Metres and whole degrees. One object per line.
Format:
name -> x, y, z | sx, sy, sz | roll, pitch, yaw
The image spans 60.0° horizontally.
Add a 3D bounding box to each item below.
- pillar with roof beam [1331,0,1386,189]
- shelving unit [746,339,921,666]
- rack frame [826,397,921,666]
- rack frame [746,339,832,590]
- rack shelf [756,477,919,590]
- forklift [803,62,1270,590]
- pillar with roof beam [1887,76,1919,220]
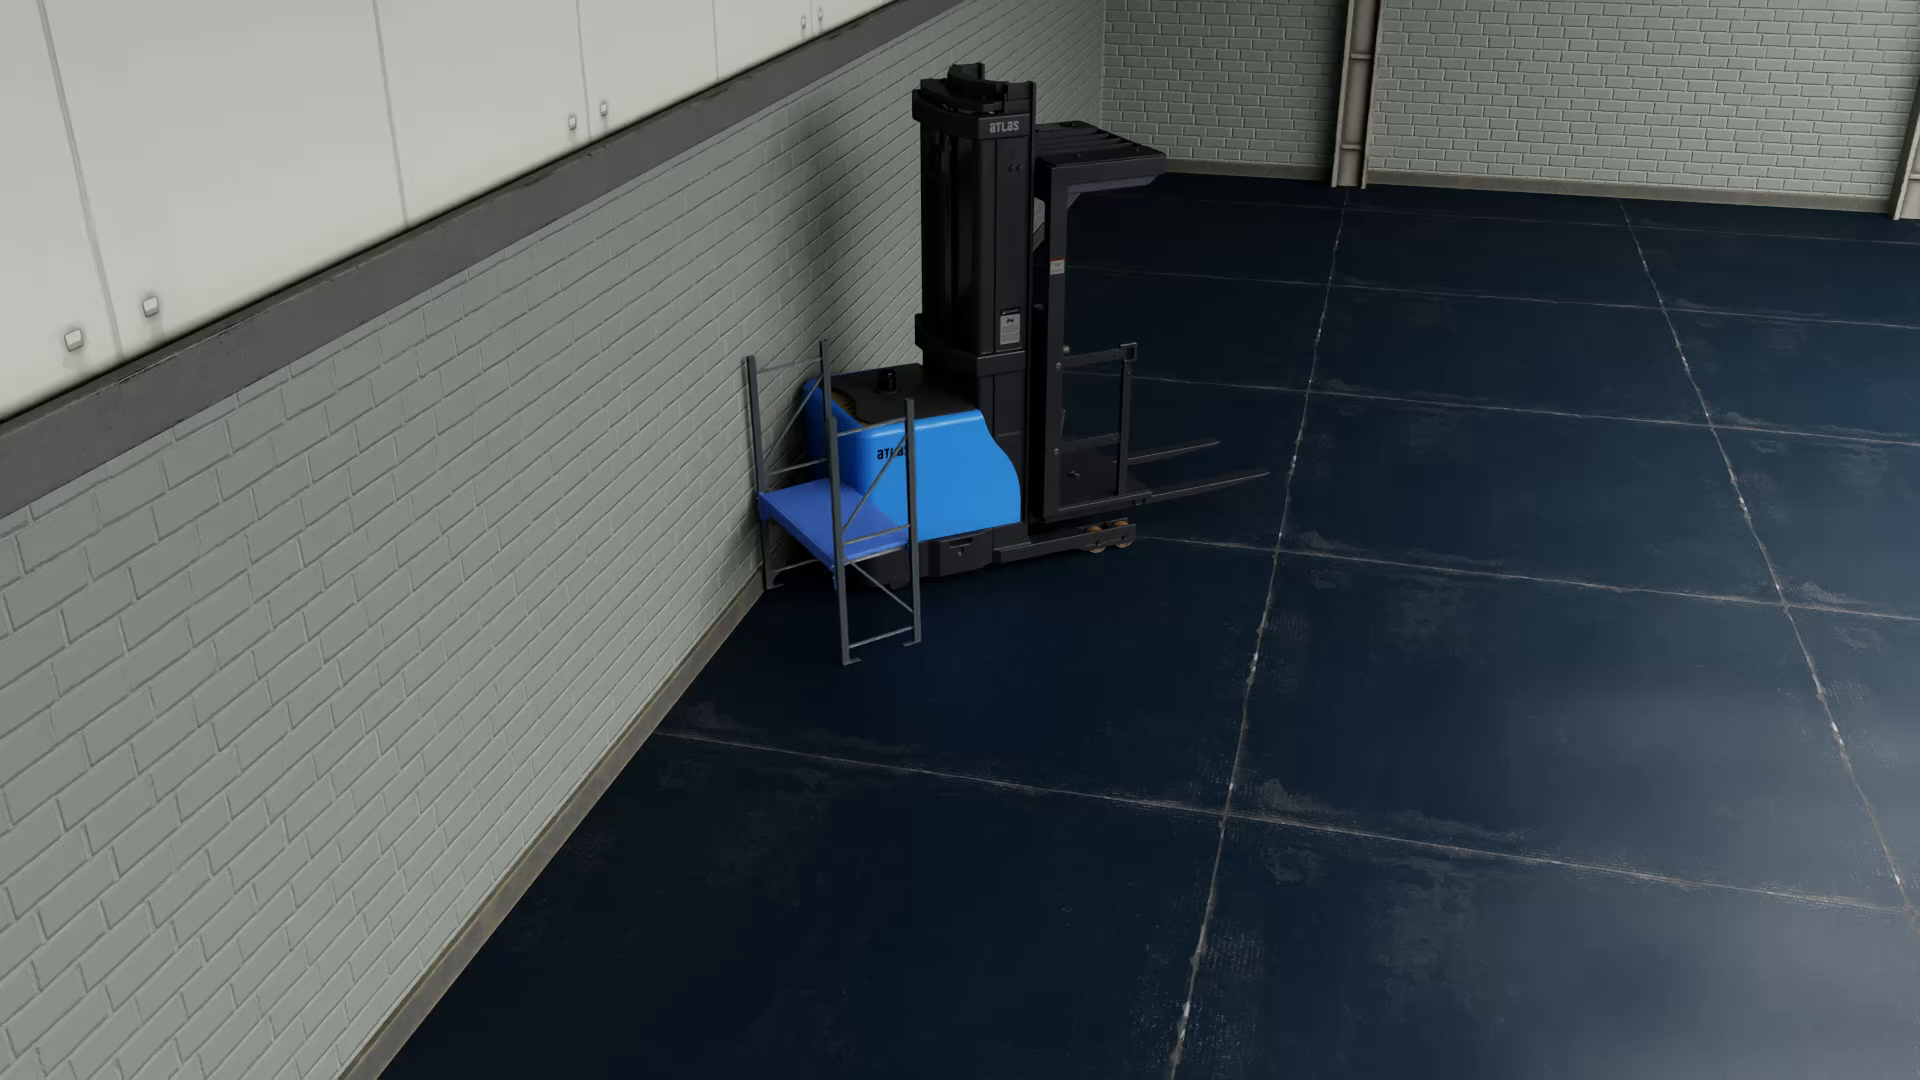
pillar with roof beam -> 3.487, -6.441, 13.809 | 0.400, 9.000, 9.100 | 6, 26, 13
shelving unit -> -0.714, -0.227, 9.437 | 0.538, 1.500, 1.048 | -16, 31, -26
rack frame -> -0.457, -0.026, 9.048 | 0.500, 1.500, 0.032 | -16, 31, -26
rack frame -> -0.971, -0.429, 9.827 | 0.500, 1.500, 0.032 | -16, 31, -26
rack shelf -> -0.712, -0.068, 9.522 | 0.538, 0.185, 1.000 | -16, 31, -26
forklift -> 0.571, -1.436, 10.356 | 3.031, 2.935, 1.130 | -11, 28, -22
pillar with roof beam -> 9.298, -5.798, 12.460 | 0.400, 9.000, 9.100 | 6, 26, 13
